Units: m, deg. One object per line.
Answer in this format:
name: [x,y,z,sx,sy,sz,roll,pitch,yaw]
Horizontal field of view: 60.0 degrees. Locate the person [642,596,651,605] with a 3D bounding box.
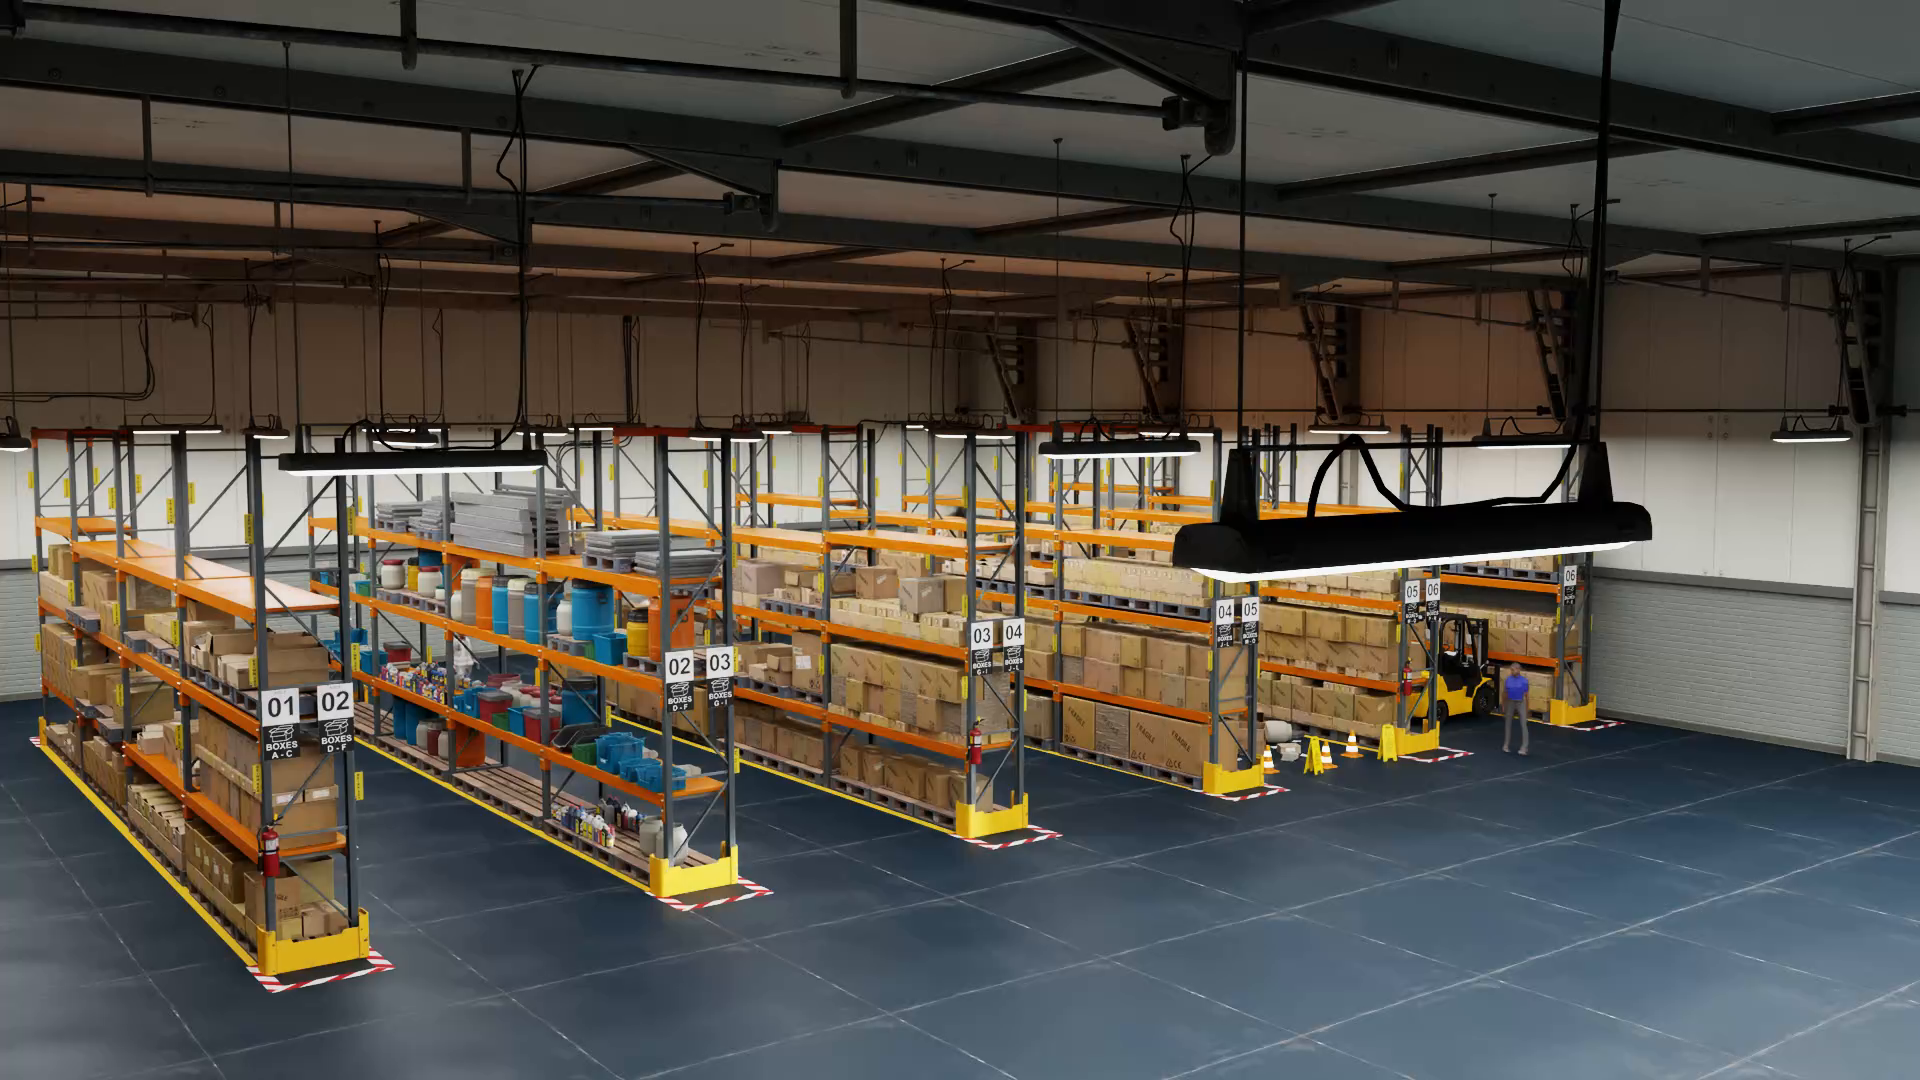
person: [-7.813,2.148,42.201,0.661,1.813,0.392,-3,5,-31]

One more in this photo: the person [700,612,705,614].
person: [-5.914,2.497,38.154,0.341,1.709,0.531,0,4,-2]

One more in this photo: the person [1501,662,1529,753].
person: [10.242,3.102,30.718,0.497,1.636,0.391,3,5,34]

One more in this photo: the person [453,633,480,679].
person: [-10.556,2.663,35.476,0.663,1.731,1.035,-4,6,-39]
